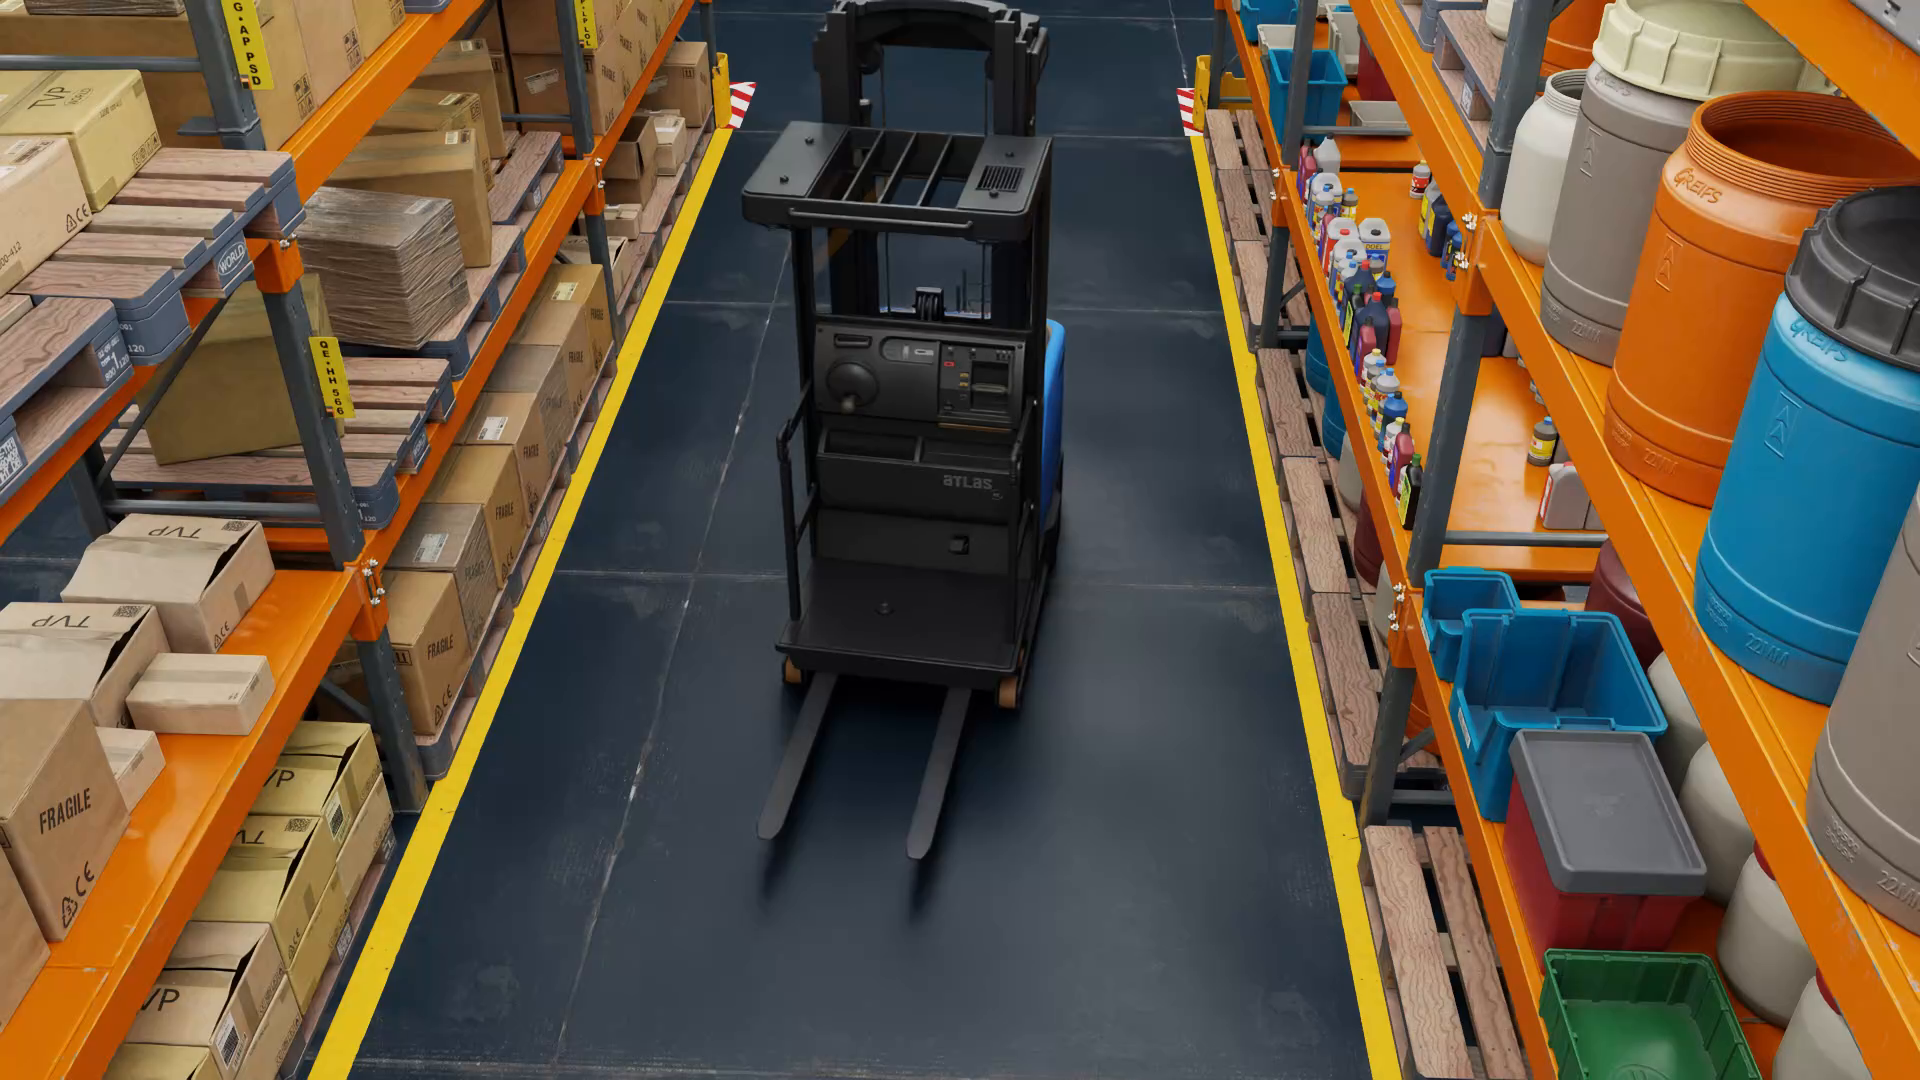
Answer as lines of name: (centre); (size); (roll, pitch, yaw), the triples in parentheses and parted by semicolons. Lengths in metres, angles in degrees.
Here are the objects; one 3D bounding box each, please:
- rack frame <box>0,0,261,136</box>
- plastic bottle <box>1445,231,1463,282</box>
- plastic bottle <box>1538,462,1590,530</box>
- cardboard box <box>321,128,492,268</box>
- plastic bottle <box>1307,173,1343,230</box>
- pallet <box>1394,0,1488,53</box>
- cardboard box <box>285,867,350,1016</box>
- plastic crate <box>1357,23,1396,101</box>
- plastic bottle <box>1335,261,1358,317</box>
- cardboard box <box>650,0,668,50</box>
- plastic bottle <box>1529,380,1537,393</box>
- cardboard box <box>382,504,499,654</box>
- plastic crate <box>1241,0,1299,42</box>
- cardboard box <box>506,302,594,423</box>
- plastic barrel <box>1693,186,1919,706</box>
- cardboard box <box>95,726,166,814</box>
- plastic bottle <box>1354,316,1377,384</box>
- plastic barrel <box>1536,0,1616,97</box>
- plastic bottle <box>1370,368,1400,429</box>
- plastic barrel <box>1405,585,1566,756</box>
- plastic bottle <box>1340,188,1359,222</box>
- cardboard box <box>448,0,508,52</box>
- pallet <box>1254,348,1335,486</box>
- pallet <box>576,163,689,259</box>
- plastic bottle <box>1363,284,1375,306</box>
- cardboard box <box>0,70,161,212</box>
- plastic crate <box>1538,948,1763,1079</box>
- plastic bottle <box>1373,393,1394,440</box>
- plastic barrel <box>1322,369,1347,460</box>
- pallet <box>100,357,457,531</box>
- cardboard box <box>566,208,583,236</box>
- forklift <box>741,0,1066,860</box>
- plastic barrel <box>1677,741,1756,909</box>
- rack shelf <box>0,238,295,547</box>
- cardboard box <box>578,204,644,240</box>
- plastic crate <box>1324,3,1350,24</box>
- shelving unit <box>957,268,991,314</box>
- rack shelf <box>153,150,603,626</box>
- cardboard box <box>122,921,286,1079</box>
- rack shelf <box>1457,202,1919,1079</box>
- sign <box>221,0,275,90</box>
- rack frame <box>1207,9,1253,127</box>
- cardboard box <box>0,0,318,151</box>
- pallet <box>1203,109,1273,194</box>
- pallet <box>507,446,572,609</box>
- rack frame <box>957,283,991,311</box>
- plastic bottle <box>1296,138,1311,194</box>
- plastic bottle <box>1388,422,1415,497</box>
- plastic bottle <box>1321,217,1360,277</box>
rack frame: (-2.779, -2.565, 4.519); (1.000, 3.000, 0.127); (1, 35, 2)
plastic bottle: (2.472, -1.421, 8.221); (0.097, 0.271, 0.097); (0, 35, 0)
plastic bottle: (2.358, -0.188, 6.462); (0.152, 0.276, 0.135); (1, 35, 2)
cardboard box: (-2.628, -1.605, 7.919); (0.700, 0.500, 0.500); (-7, 36, -10)
plastic bottle: (1.917, -1.774, 8.719); (0.152, 0.276, 0.135); (1, 35, 2)
pallet: (2.354, -2.338, 6.969); (1.003, 0.211, 1.213); (1, 35, 2)
cardboard box: (-2.574, 1.447, 6.055); (0.500, 0.250, 0.500); (1, 35, 1)
plastic crate: (2.617, -2.850, 10.035); (0.402, 0.464, 0.583); (1, 35, 2)
plastic bottle: (1.849, -1.195, 7.900); (0.097, 0.271, 0.097); (0, 35, 0)
cardboard box: (-2.267, -3.610, 11.137); (0.500, 0.500, 0.500); (1, 35, 1)
plastic bottle: (2.579, -0.780, 7.308); (0.097, 0.271, 0.097); (0, 35, 0)
cardboard box: (-2.460, 0.176, 7.628); (0.500, 0.500, 0.500); (0, 35, 0)
plastic crate: (2.087, -3.483, 11.137); (0.416, 0.233, 0.300); (1, 35, 2)
cardboard box: (-2.380, -0.992, 9.290); (0.500, 0.500, 0.500); (1, 35, 2)
plastic barrel: (1.865, -0.177, 3.294); (0.600, 0.901, 0.708); (1, 35, 2)
cardboard box: (-2.774, 0.726, 5.272); (0.380, 0.149, 0.250); (4, 35, 5)
plastic bottle: (1.806, -0.845, 7.391); (0.061, 0.283, 0.133); (1, 35, 2)
plastic barrel: (2.196, -1.895, 5.436); (0.600, 0.830, 0.708); (1, 35, 2)
plastic bottle: (1.808, -0.606, 7.061); (0.097, 0.271, 0.097); (0, 35, 0)
plastic barrel: (2.173, 0.441, 6.982); (0.600, 0.830, 0.708); (1, 35, 2)
plastic bottle: (2.042, -1.751, 8.752); (0.097, 0.201, 0.097); (0, 35, 0)
cardboard box: (-2.857, -3.155, 9.620); (0.500, 0.500, 0.500); (2, 35, 2)
pallet: (2.258, -0.709, 9.521); (1.003, 0.211, 1.213); (1, 35, 2)
pallet: (-2.544, -2.365, 11.878); (1.003, 0.211, 1.213); (1, 35, 2)
plastic bottle: (1.879, -1.027, 7.649); (0.061, 0.283, 0.133); (1, 35, 2)
cardboard box: (-2.741, -1.186, 4.932); (0.500, 0.250, 0.500); (-1, 35, -2)
plastic crate: (1.797, 1.384, 4.302); (0.450, 0.188, 0.662); (1, 35, 2)
plastic bottle: (1.804, -0.521, 7.002); (0.097, 0.201, 0.097); (0, 35, 0)
plastic barrel: (2.263, -0.887, 8.808); (0.600, 0.901, 0.708); (1, 35, 2)
pallet: (-2.822, -0.423, 6.856); (1.213, 0.211, 1.003); (1, 35, 2)
cardboard box: (-2.849, -2.253, 11.249); (0.500, 0.311, 0.500); (1, 35, 2)
forklift: (-0.215, -0.654, 7.078); (1.130, 2.935, 3.031); (6, 36, 8)
plastic barrel: (2.325, 0.798, 4.854); (0.421, 0.512, 0.421); (0, 35, 0)
rack shelf: (-2.860, 0.106, 3.954); (1.077, 0.370, 4.000); (1, 35, 2)
cardboard box: (-2.361, -2.163, 11.246); (0.380, 0.166, 0.250); (1, 35, 2)
plastic crate: (2.633, -3.537, 11.297); (0.298, 0.136, 0.250); (1, 35, 2)
shelving unit: (0.117, -0.854, 8.867); (0.258, 1.200, 0.189); (6, 36, 8)
rack shelf: (-2.699, -0.965, 8.086); (1.077, 0.370, 4.000); (1, 35, 2)
cardboard box: (-2.592, 1.508, 5.479); (0.500, 0.311, 0.500); (1, 35, 2)
rack shelf: (2.090, 0.222, 3.788); (1.077, 0.370, 4.000); (1, 35, 2)
sign: (-2.225, -1.564, 5.186); (0.100, 0.325, 0.005); (1, 35, 2)
rack frame: (2.491, -4.590, 12.619); (1.000, 3.000, 0.127); (1, 35, 2)
cardboard box: (-2.795, -1.630, 5.711); (0.910, 0.500, 0.500); (1, 35, 2)
pallet: (2.419, -2.977, 12.747); (1.003, 0.211, 1.213); (1, 35, 2)
pallet: (-2.660, -0.097, 8.650); (1.003, 0.211, 1.213); (1, 35, 2)
rack frame: (0.102, -0.802, 8.793); (0.240, 1.200, 0.006); (6, 36, 8)
plastic bottle: (1.890, -2.044, 9.096); (0.061, 0.283, 0.133); (1, 35, 2)
plastic bottle: (1.769, -0.321, 6.645); (0.061, 0.283, 0.133); (1, 35, 2)
plastic bottle: (1.894, -1.452, 8.261); (0.152, 0.276, 0.135); (1, 35, 2)
